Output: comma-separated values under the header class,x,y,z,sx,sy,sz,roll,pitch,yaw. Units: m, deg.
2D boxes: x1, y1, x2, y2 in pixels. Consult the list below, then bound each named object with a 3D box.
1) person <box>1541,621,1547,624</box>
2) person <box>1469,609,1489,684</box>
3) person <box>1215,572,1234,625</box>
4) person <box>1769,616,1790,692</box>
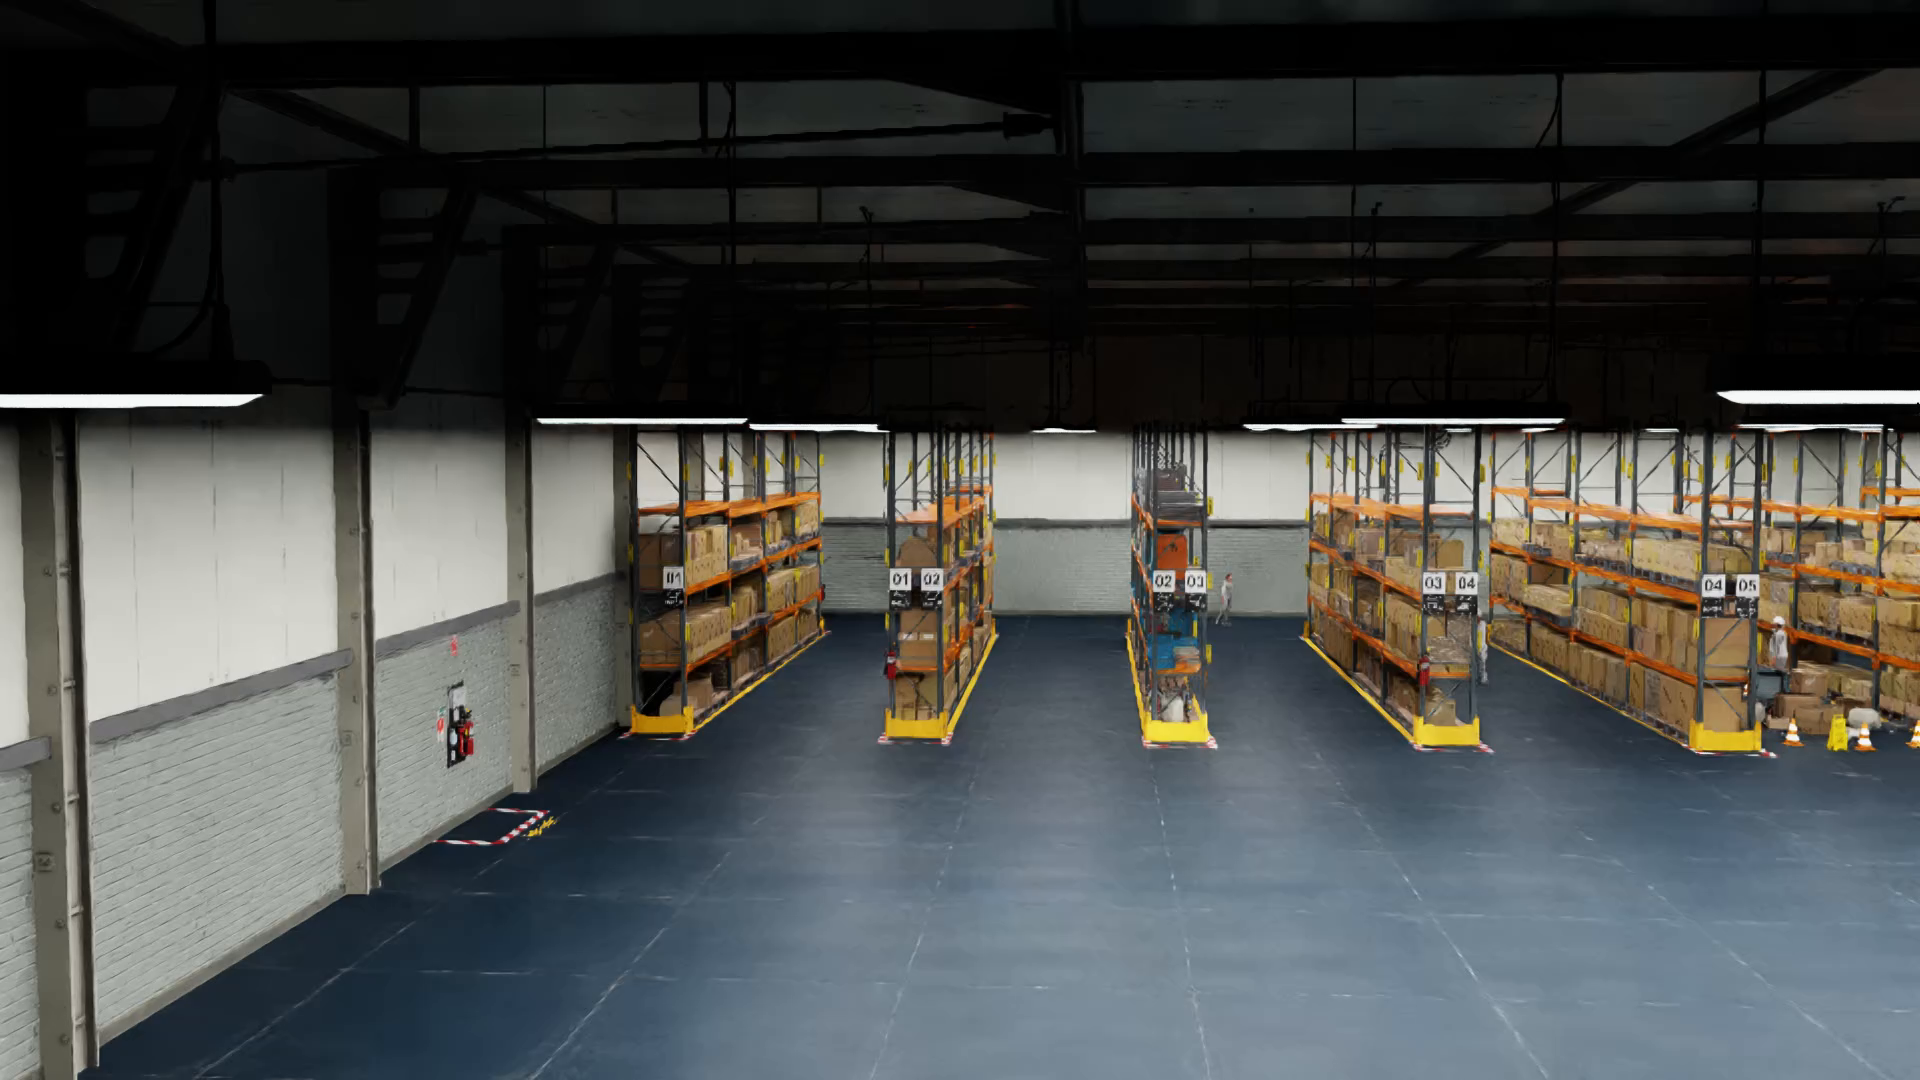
class,x,y,z,sx,sy,sz,roll,pitch,yaw
person,16.829,1.886,47.572,0.683,1.659,0.498,-1,4,-22
person,11.920,2.427,38.419,0.566,1.704,1.122,0,4,7
person,7.950,1.765,49.944,0.555,1.585,0.456,-3,5,-38
person,17.727,2.538,36.102,0.586,1.768,0.640,2,4,30
